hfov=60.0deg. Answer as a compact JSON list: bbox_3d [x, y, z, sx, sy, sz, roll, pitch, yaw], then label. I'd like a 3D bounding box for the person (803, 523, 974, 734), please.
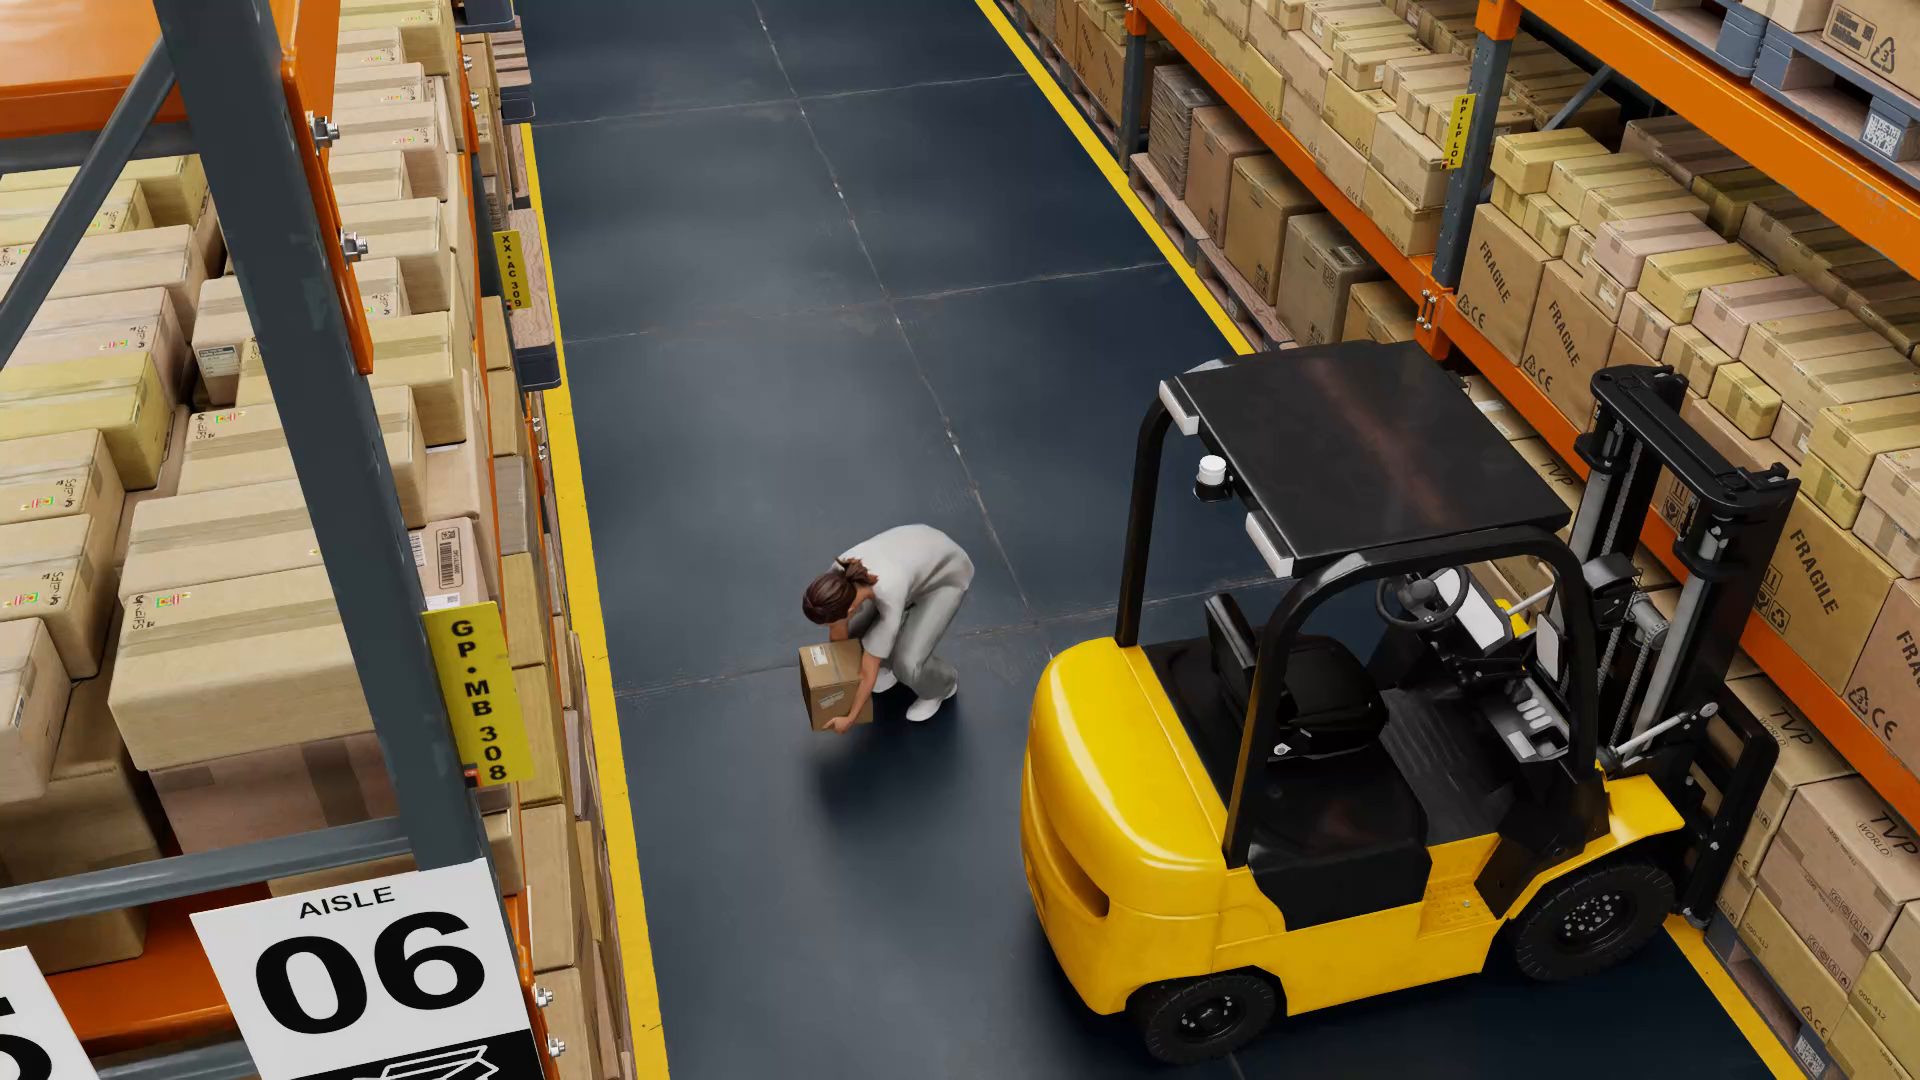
[{"bbox_3d":[-0.308,0.360,6.859,0.474,0.935,0.852,31,48,33],"label":"person"}]
